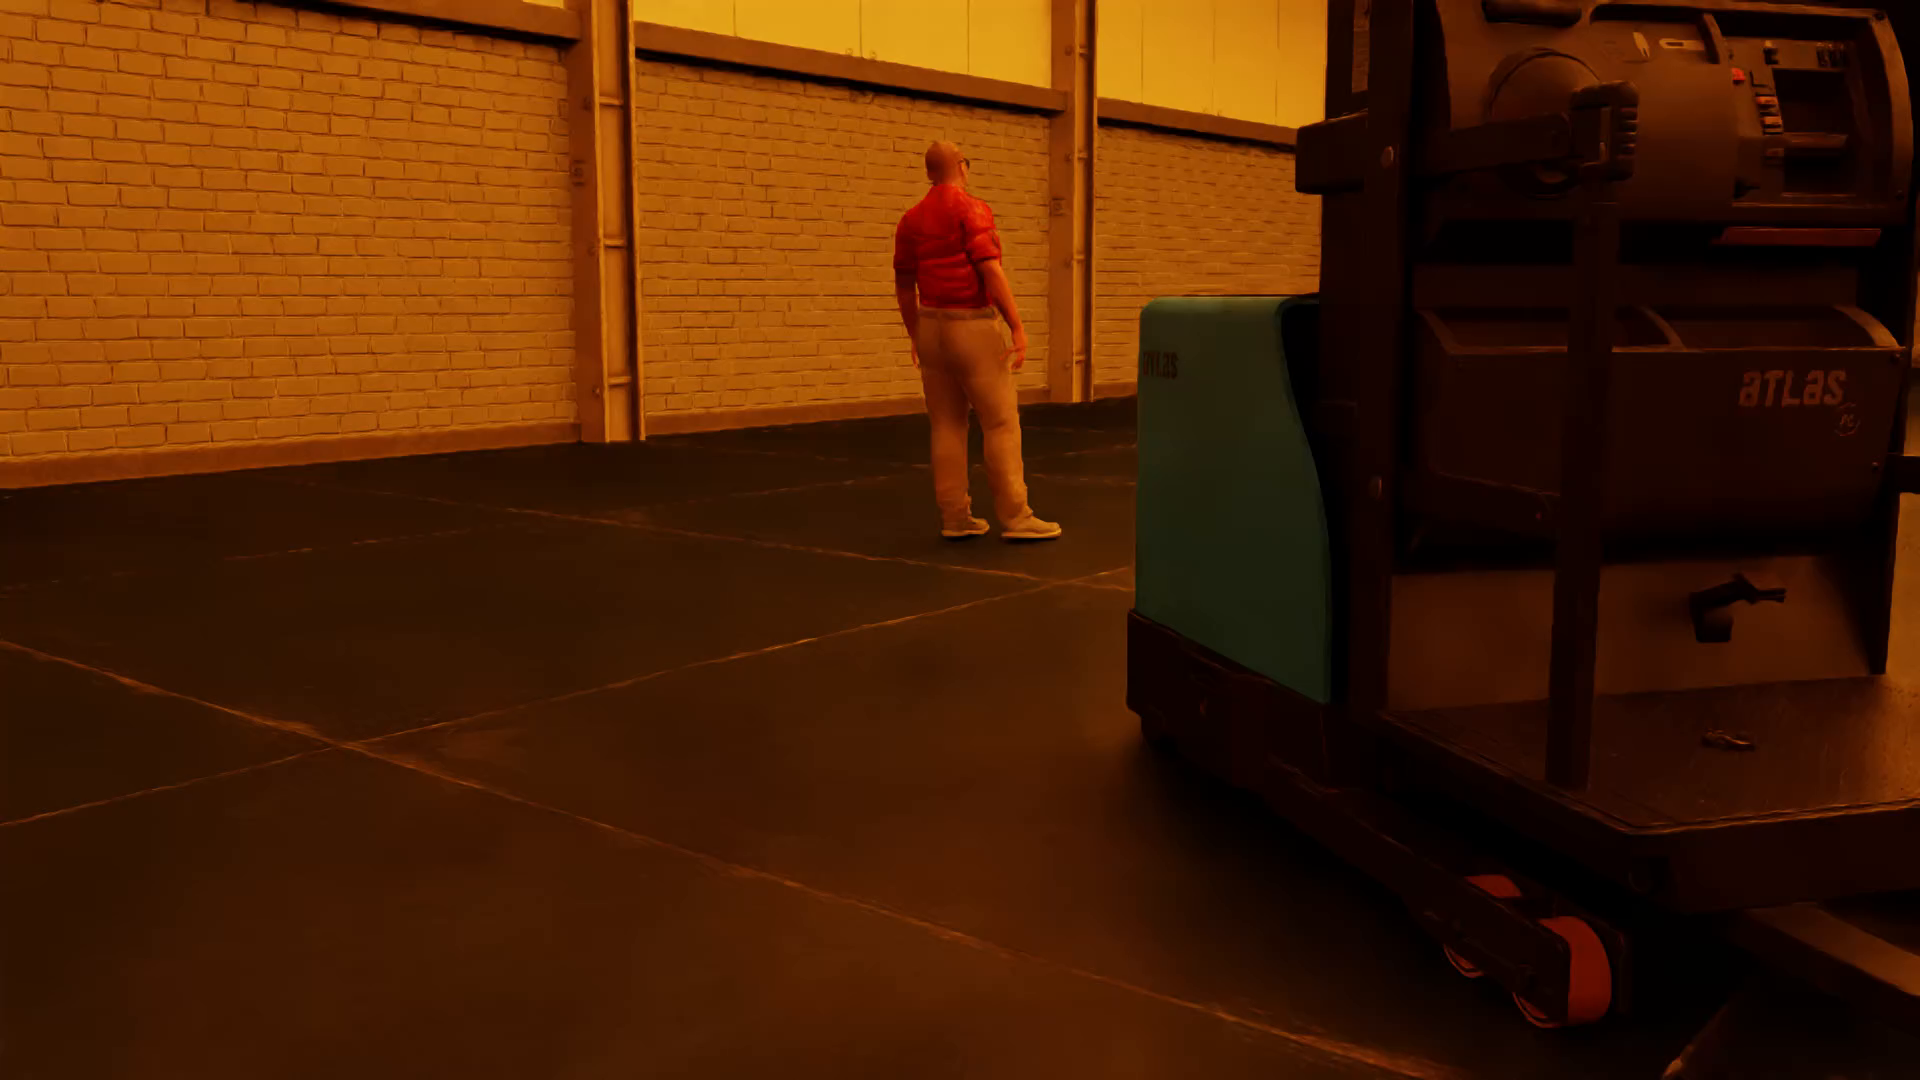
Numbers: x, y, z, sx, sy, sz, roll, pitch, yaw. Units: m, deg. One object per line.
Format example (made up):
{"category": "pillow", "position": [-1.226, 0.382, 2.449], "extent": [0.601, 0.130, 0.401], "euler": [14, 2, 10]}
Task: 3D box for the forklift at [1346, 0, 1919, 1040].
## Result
{"category": "forklift", "position": [1.322, -0.747, 2.608], "extent": [1.101, 2.867, 2.884], "euler": [-2, 9, -15]}
